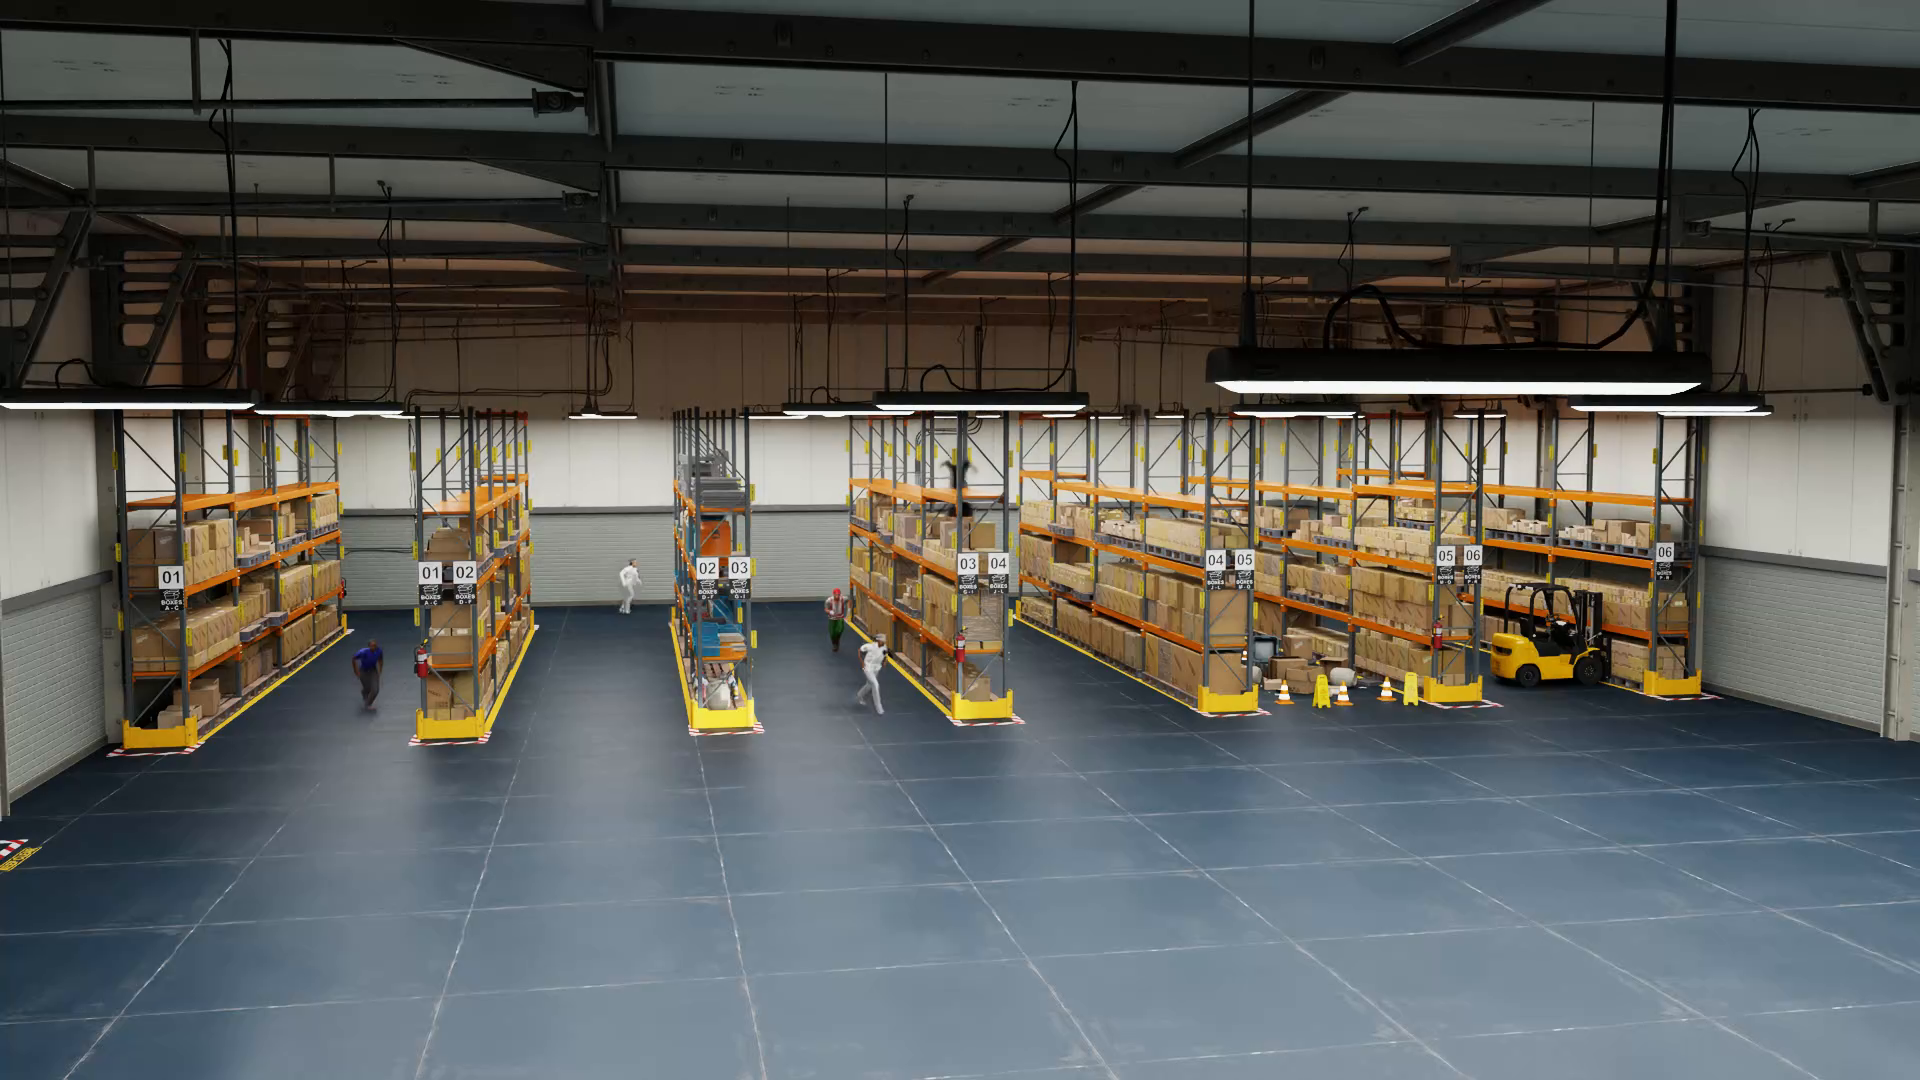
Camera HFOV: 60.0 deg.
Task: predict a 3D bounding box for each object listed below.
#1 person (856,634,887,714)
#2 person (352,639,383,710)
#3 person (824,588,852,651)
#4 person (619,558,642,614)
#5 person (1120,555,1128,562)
[{"bbox_3d":[-1.784,2.623,32.872,0.618,1.631,0.973,-3,5,-36],"label":"person"},{"bbox_3d":[-11.769,2.658,32.990,0.579,1.467,0.855,-3,5,-36],"label":"person"},{"bbox_3d":[-3.018,1.979,41.211,0.689,1.623,0.883,-1,4,-8],"label":"person"},{"bbox_3d":[-9.884,1.360,49.657,0.712,1.633,0.747,2,5,28],"label":"person"},{"bbox_3d":[5.093,1.244,51.162,0.776,1.624,0.499,-2,5,-31],"label":"person"}]
